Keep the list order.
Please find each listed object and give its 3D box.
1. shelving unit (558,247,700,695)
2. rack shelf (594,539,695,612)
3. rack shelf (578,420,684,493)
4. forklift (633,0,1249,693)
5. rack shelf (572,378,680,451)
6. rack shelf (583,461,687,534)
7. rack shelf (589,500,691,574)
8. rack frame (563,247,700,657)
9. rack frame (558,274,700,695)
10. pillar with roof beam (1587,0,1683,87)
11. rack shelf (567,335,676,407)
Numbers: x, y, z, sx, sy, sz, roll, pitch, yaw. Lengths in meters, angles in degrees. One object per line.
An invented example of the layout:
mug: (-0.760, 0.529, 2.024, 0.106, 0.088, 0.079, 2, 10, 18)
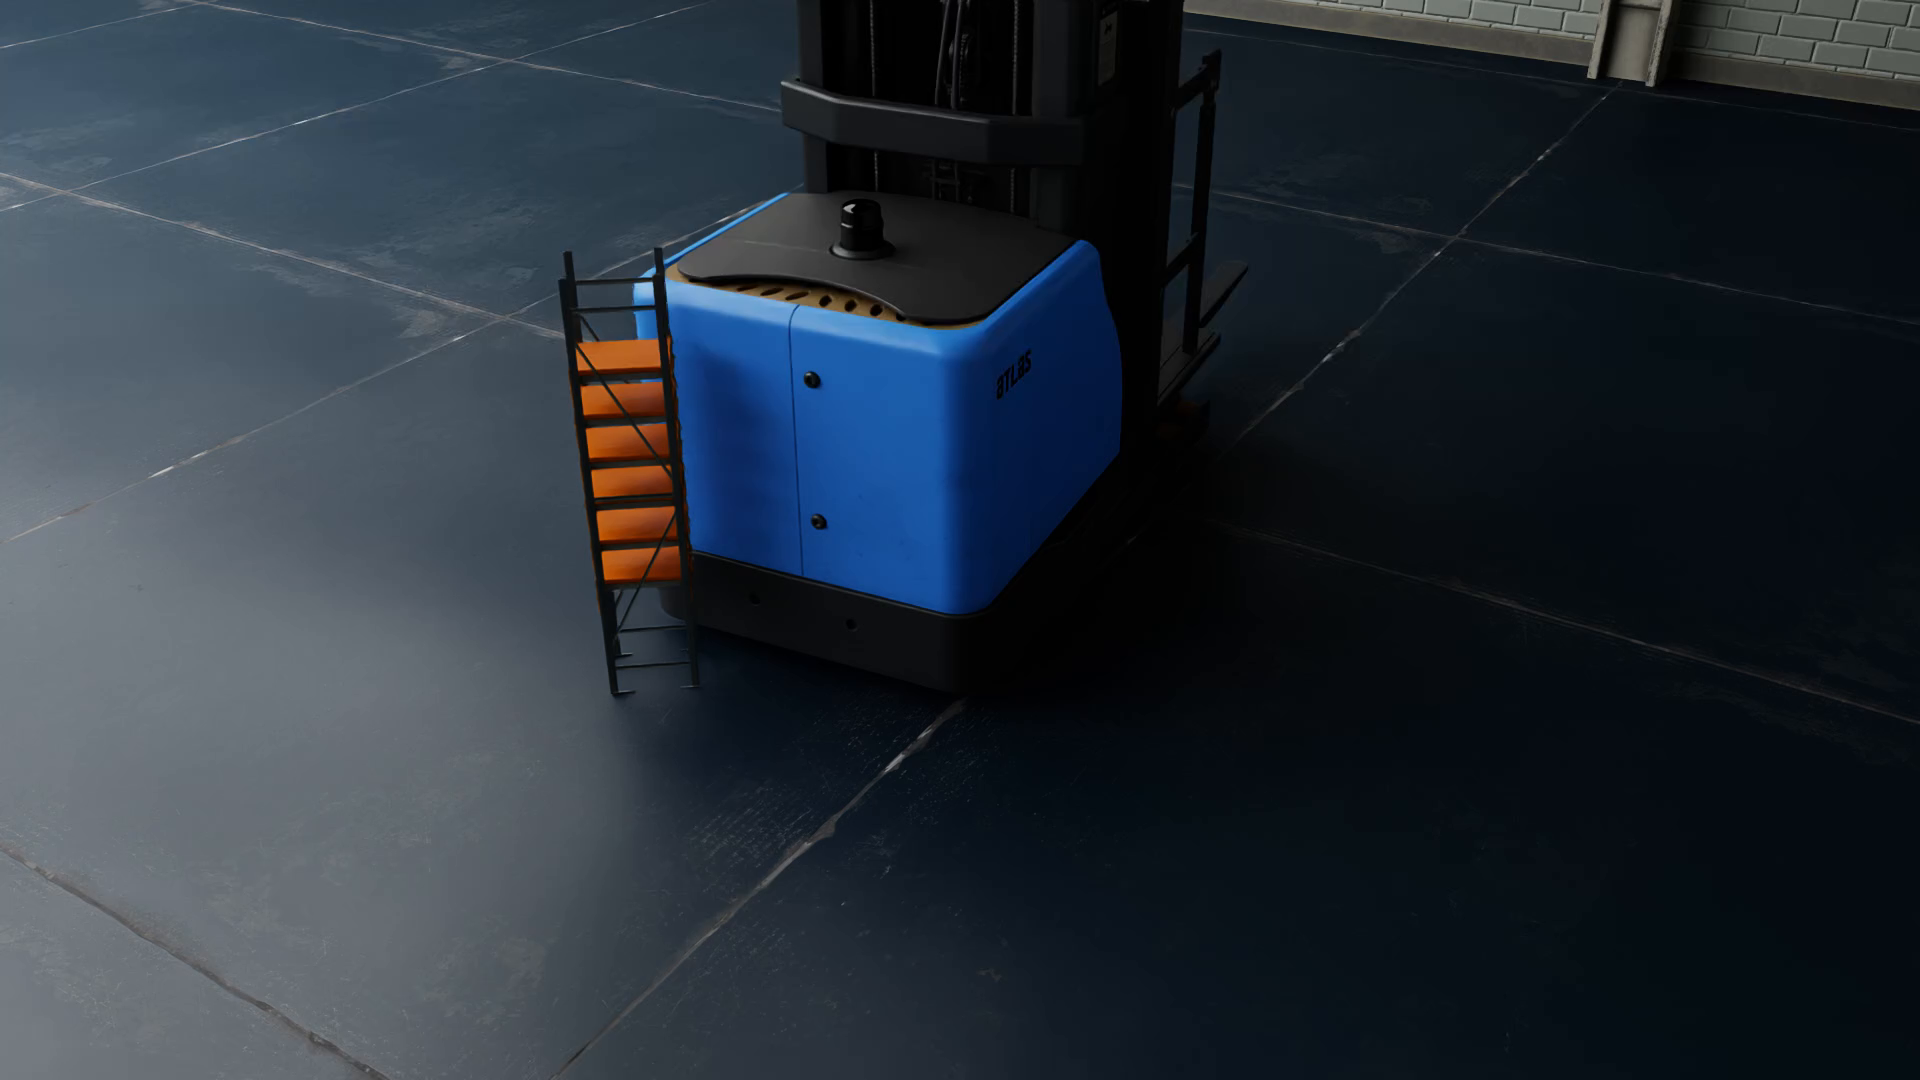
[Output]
shelving unit: (-0.843, -0.152, 4.319, 0.258, 1.200, 0.189, -4, 31, -7)
rack shelf: (-0.843, 0.094, 4.462, 0.258, 0.103, 0.180, -4, 31, -7)
rack shelf: (-0.843, -0.217, 4.281, 0.258, 0.103, 0.180, -4, 31, -7)
forklift: (0.219, -1.581, 5.052, 1.130, 2.935, 3.031, 13, 33, 22)
rack shelf: (-0.843, -0.320, 4.220, 0.258, 0.103, 0.180, -4, 31, -7)
rack shelf: (-0.843, -0.113, 4.341, 0.258, 0.103, 0.180, -4, 31, -7)
rack shelf: (-0.843, -0.010, 4.402, 0.258, 0.103, 0.180, -4, 31, -7)
rack frame: (-0.856, -0.197, 4.397, 0.240, 1.200, 0.006, -4, 31, -7)
rack frame: (-0.831, -0.106, 4.240, 0.240, 1.200, 0.006, -4, 31, -7)
pillar with roof beam: (1.744, -4.853, 4.638, 0.400, 9.000, 9.100, 18, 35, 27)
rack shelf: (-0.843, -0.424, 4.160, 0.258, 0.103, 0.180, -4, 31, -7)
